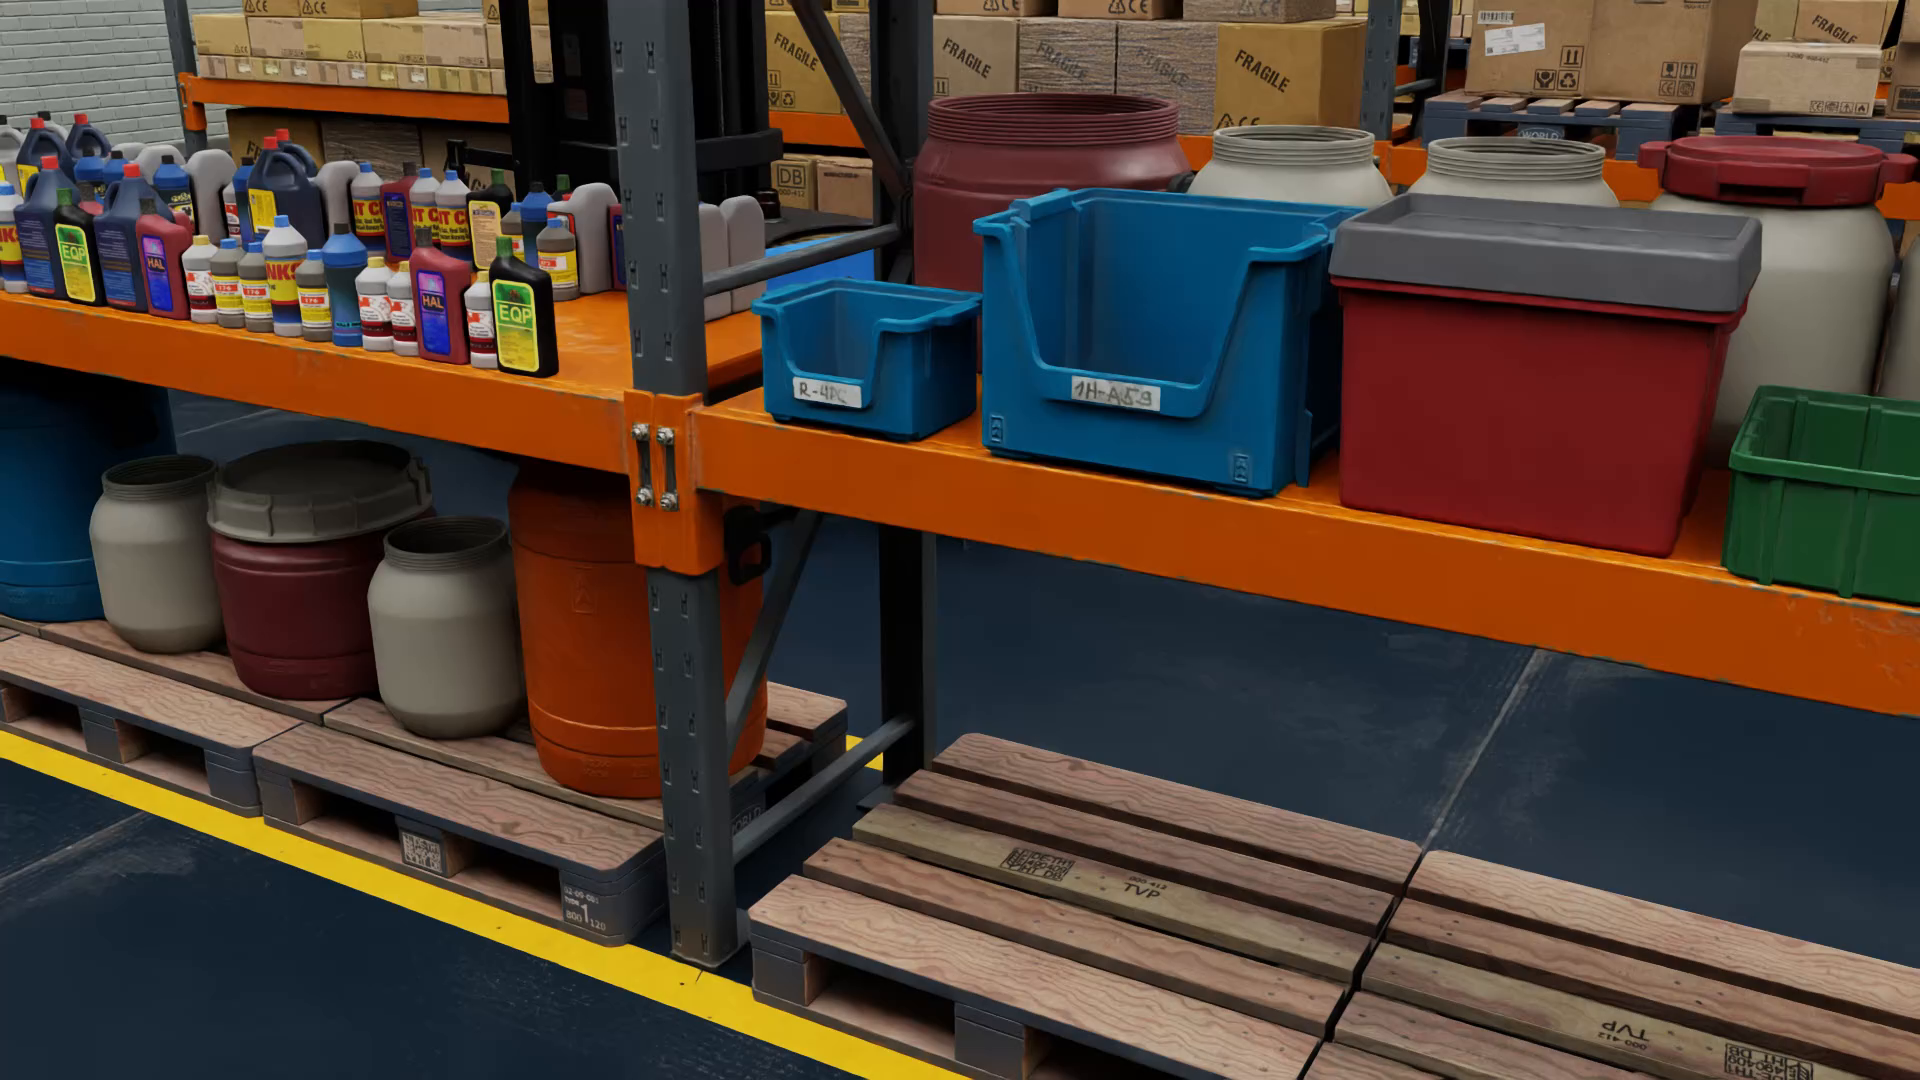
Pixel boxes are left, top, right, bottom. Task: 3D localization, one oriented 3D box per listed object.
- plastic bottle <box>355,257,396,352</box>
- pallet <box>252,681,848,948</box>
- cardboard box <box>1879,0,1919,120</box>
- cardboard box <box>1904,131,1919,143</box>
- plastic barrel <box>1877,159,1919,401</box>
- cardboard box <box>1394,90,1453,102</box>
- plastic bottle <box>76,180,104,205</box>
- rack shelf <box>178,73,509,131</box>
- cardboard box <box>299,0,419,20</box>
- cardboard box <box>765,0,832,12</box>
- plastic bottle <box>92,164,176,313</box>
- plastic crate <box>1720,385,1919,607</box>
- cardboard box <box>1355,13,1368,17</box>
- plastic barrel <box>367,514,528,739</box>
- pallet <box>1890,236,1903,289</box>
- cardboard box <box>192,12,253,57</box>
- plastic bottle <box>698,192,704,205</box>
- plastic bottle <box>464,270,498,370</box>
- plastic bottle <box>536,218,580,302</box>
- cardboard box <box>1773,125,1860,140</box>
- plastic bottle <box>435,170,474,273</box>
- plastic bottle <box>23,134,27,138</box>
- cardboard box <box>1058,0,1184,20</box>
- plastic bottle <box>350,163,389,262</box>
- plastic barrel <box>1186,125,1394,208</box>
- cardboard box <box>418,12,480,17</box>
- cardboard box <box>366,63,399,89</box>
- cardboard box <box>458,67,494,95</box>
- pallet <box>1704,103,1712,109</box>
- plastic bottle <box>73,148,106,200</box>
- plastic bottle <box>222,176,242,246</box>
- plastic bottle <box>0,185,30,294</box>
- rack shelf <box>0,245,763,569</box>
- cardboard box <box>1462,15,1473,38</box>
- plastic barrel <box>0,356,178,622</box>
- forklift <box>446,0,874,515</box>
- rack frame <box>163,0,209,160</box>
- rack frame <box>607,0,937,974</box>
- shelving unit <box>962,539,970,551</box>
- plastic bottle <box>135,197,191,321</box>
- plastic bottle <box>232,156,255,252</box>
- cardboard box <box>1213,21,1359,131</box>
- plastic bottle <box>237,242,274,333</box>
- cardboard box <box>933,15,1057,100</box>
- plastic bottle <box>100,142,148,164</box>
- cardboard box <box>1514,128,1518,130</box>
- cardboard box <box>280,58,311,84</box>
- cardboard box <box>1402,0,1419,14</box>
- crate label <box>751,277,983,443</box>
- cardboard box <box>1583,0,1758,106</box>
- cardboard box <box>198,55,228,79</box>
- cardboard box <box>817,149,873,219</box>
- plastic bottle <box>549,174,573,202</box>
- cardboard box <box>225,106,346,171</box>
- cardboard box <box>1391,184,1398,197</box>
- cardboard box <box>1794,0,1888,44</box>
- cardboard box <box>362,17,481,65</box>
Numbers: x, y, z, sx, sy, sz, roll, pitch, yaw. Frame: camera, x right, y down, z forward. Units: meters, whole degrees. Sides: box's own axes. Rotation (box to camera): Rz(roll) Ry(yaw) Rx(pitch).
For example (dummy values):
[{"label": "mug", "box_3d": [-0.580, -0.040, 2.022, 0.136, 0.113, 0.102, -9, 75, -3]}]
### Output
[{"label": "plastic bottle", "box_3d": [-1.295, -0.530, 3.718, 0.097, 0.201, 0.097, 0, 20, 0]}, {"label": "pallet", "box_3d": [-1.064, 0.589, 4.433, 1.213, 0.211, 1.003, 11, 23, 27]}, {"label": "cardboard box", "box_3d": [3.994, -1.920, 6.491, 0.637, 0.503, 0.797, 13, 24, 33]}, {"label": "cardboard box", "box_3d": [8.689, -3.645, 15.253, 0.625, 0.372, 0.950, 12, 23, 29]}, {"label": "plastic barrel", "box_3d": [1.768, -0.349, 2.728, 0.433, 0.535, 0.433, 0, 20, 0]}, {"label": "cardboard box", "box_3d": [4.774, -4.665, 17.326, 0.875, 0.875, 0.875, 12, 23, 29]}, {"label": "plastic bottle", "box_3d": [-2.290, -0.808, 4.384, 0.097, 0.271, 0.097, 0, 20, 0]}, {"label": "rack shelf", "box_3d": [-3.178, -2.738, 10.569, 4.000, 0.370, 1.077, 11, 23, 27]}, {"label": "cardboard box", "box_3d": [-3.745, -3.503, 10.306, 0.500, 0.500, 0.500, 10, 22, 26]}, {"label": "cardboard box", "box_3d": [-0.870, -3.158, 9.055, 0.637, 0.503, 0.797, 10, 22, 26]}, {"label": "plastic bottle", "box_3d": [-2.033, -0.750, 4.105, 0.185, 0.351, 0.144, 11, 23, 27]}, {"label": "plastic crate", "box_3d": [1.479, -0.044, 2.399, 0.662, 0.188, 0.450, 11, 23, 27]}, {"label": "cardboard box", "box_3d": [3.020, -3.734, 12.012, 0.250, 0.149, 0.380, 10, 22, 25]}, {"label": "plastic barrel", "box_3d": [-1.327, 0.225, 4.379, 0.421, 0.512, 0.421, 0, 20, 0]}, {"label": "pallet", "box_3d": [6.280, -1.870, 11.211, 1.213, 0.211, 1.003, 11, 23, 27]}, {"label": "cardboard box", "box_3d": [-4.636, -3.318, 10.896, 0.500, 0.250, 0.500, 10, 22, 26]}, {"label": "plastic bottle", "box_3d": [-0.663, -0.739, 4.192, 0.097, 0.271, 0.097, 0, 20, 0]}, {"label": "plastic bottle", "box_3d": [-1.008, -0.475, 3.567, 0.097, 0.201, 0.097, 0, 20, 0]}, {"label": "plastic bottle", "box_3d": [-1.024, -0.715, 4.229, 0.097, 0.201, 0.097, 0, 20, 0]}, {"label": "cardboard box", "box_3d": [5.820, -2.405, 11.280, 0.750, 0.750, 1.050, 11, 23, 28]}, {"label": "plastic bottle", "box_3d": [-1.385, -0.876, 4.571, 0.097, 0.271, 0.097, 0, 20, 0]}, {"label": "plastic bottle", "box_3d": [-3.027, -1.180, 5.402, 0.135, 0.276, 0.152, 11, 23, 27]}, {"label": "cardboard box", "box_3d": [0.862, -2.832, 8.157, 0.637, 0.503, 0.797, 11, 23, 29]}, {"label": "plastic bottle", "box_3d": [-1.671, -0.931, 4.721, 0.097, 0.271, 0.097, 0, 20, 0]}, {"label": "plastic barrel", "box_3d": [0.647, -0.549, 3.315, 0.421, 0.512, 0.421, 0, 20, 0]}, {"label": "cardboard box", "box_3d": [-3.484, -3.307, 10.867, 0.500, 0.250, 0.500, 10, 22, 25]}, {"label": "cardboard box", "box_3d": [-3.431, -2.878, 10.268, 0.250, 0.149, 0.380, 10, 22, 26]}, {"label": "cardboard box", "box_3d": [-2.756, -2.749, 9.914, 0.250, 0.149, 0.380, 11, 23, 28]}, {"label": "pallet", "box_3d": [8.677, -5.331, 20.752, 1.213, 0.211, 1.003, 11, 23, 27]}, {"label": "plastic bottle", "box_3d": [-2.631, -1.054, 5.061, 0.097, 0.271, 0.097, 0, 20, 0]}, {"label": "plastic bottle", "box_3d": [-2.152, -0.989, 4.985, 0.097, 0.201, 0.097, 0, 20, 0]}, {"label": "plastic bottle", "box_3d": [-2.445, -0.782, 4.310, 0.097, 0.271, 0.097, 0, 20, 0]}, {"label": "rack shelf", "box_3d": [-2.101, -0.598, 4.670, 4.000, 0.370, 1.077, 11, 23, 27]}, {"label": "cardboard box", "box_3d": [3.697, -3.604, 11.655, 0.250, 0.149, 0.380, 11, 23, 27]}, {"label": "plastic barrel", "box_3d": [-2.762, -0.267, 5.162, 0.708, 0.901, 0.600, 11, 23, 27]}, {"label": "forklift", "box_3d": [-1.608, -1.860, 7.195, 3.031, 2.935, 1.130, 17, 26, 38]}, {"label": "rack frame", "box_3d": [-4.924, -3.409, 11.363, 0.127, 3.000, 1.000, 11, 23, 27]}, {"label": "rack frame", "box_3d": [-0.355, -0.604, 3.630, 0.127, 3.000, 1.000, 11, 23, 27]}, {"label": "shelving unit", "box_3d": [-0.047, -0.502, 6.211, 0.252, 1.050, 0.215, 11, 23, 27]}, {"label": "plastic bottle", "box_3d": [-1.914, -0.679, 4.010, 0.133, 0.283, 0.061, 11, 23, 27]}, {"label": "plastic bottle", "box_3d": [-2.065, -0.982, 4.862, 0.097, 0.271, 0.097, 0, 20, 0]}, {"label": "cardboard box", "box_3d": [1.509, -2.133, 7.701, 0.500, 0.500, 0.500, 12, 23, 29]}, {"label": "plastic bottle", "box_3d": [-1.635, -0.594, 3.896, 0.097, 0.201, 0.097, 0, 20, 0]}, {"label": "cardboard box", "box_3d": [0.178, -2.388, 8.404, 0.500, 0.500, 0.500, 11, 23, 28]}, {"label": "plastic bottle", "box_3d": [-2.586, -1.097, 5.171, 0.135, 0.276, 0.152, 11, 23, 27]}, {"label": "cardboard box", "box_3d": [3.843, -2.948, 12.045, 0.500, 0.250, 0.500, 10, 22, 26]}, {"label": "cardboard box", "box_3d": [-4.098, -3.005, 10.620, 0.250, 0.149, 0.380, 10, 22, 26]}, {"label": "cardboard box", "box_3d": [3.231, -3.832, 11.847, 0.250, 0.149, 0.380, 11, 23, 27]}, {"label": "crate label", "box_3d": [-0.170, -0.343, 3.158, 0.416, 0.233, 0.303, 11, 23, 27]}, {"label": "cardboard box", "box_3d": [3.087, -2.182, 7.218, 0.500, 0.500, 0.700, 15, 25, 35]}, {"label": "cardboard box", "box_3d": [-4.775, -3.133, 10.972, 0.250, 0.149, 0.380, 11, 23, 28]}, {"label": "cardboard box", "box_3d": [-0.083, -1.693, 9.134, 0.875, 0.875, 1.225, 10, 22, 25]}, {"label": "plastic bottle", "box_3d": [-1.074, -0.830, 4.425, 0.133, 0.283, 0.061, 11, 23, 27]}, {"label": "cardboard box", "box_3d": [-4.326, -2.525, 11.426, 0.875, 0.875, 0.875, 11, 23, 27]}, {"label": "cardboard box", "box_3d": [3.414, -2.679, 12.402, 0.500, 0.500, 0.500, 12, 23, 29]}, {"label": "cardboard box", "box_3d": [5.713, -3.262, 10.813, 0.500, 0.500, 0.500, 11, 23, 27]}, {"label": "cardboard box", "box_3d": [-3.284, -3.063, 10.195, 0.500, 0.250, 0.500, 10, 22, 26]}]
